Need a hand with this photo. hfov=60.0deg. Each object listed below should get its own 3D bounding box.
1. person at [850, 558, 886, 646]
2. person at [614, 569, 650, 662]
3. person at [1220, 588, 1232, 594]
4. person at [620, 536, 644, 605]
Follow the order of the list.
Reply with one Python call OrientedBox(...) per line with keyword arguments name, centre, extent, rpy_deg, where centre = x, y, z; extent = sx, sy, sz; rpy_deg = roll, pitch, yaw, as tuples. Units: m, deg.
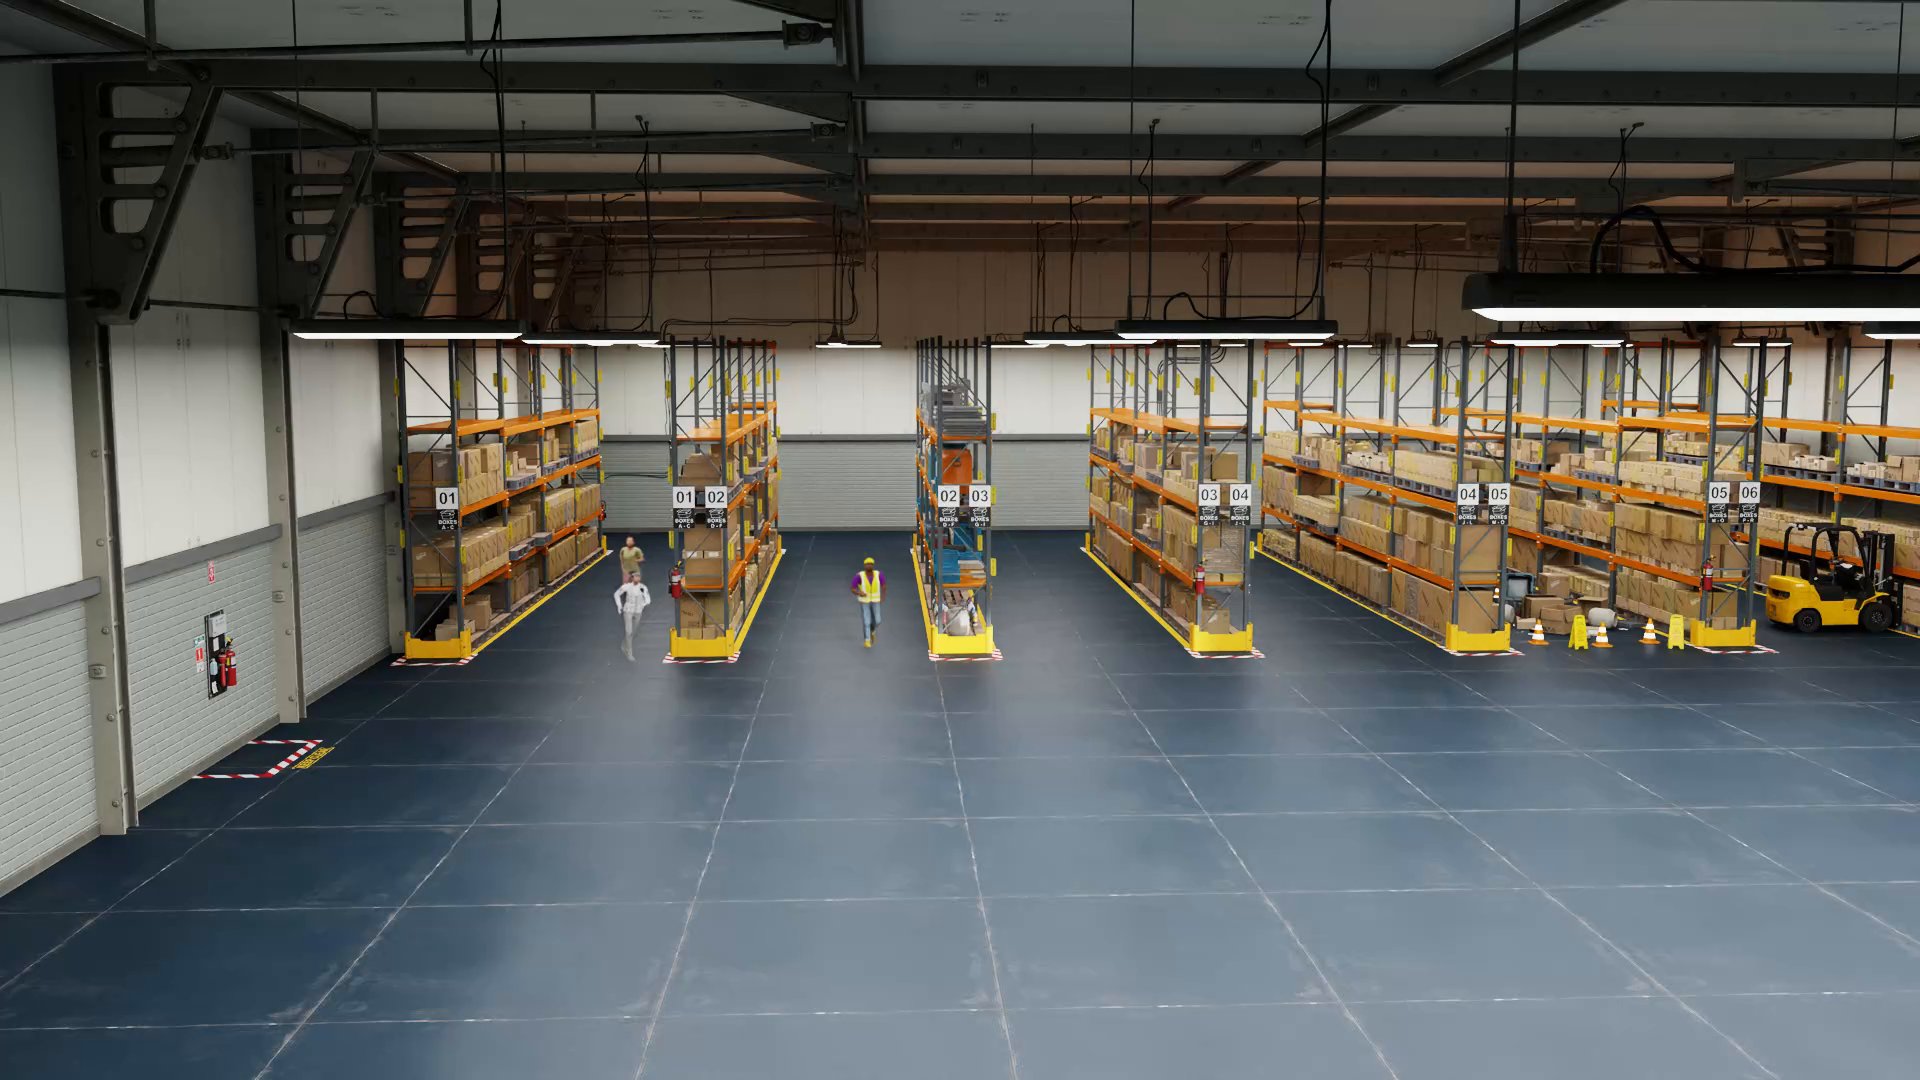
OrientedBox(name="person", centre=(-1.750, 1.203, 32.169), extent=(0.745, 1.730, 0.527), rpy_deg=(-2, 7, -16))
OrientedBox(name="person", centre=(-6.107, 1.382, 31.089), extent=(0.644, 1.705, 0.839), rpy_deg=(-4, 7, -28))
OrientedBox(name="person", centre=(6.393, 0.397, 39.223), extent=(0.661, 1.759, 0.677), rpy_deg=(-1, 7, -7))
OrientedBox(name="person", centre=(-7.229, 0.747, 36.684), extent=(0.556, 1.708, 0.787), rpy_deg=(-1, 7, -5))
